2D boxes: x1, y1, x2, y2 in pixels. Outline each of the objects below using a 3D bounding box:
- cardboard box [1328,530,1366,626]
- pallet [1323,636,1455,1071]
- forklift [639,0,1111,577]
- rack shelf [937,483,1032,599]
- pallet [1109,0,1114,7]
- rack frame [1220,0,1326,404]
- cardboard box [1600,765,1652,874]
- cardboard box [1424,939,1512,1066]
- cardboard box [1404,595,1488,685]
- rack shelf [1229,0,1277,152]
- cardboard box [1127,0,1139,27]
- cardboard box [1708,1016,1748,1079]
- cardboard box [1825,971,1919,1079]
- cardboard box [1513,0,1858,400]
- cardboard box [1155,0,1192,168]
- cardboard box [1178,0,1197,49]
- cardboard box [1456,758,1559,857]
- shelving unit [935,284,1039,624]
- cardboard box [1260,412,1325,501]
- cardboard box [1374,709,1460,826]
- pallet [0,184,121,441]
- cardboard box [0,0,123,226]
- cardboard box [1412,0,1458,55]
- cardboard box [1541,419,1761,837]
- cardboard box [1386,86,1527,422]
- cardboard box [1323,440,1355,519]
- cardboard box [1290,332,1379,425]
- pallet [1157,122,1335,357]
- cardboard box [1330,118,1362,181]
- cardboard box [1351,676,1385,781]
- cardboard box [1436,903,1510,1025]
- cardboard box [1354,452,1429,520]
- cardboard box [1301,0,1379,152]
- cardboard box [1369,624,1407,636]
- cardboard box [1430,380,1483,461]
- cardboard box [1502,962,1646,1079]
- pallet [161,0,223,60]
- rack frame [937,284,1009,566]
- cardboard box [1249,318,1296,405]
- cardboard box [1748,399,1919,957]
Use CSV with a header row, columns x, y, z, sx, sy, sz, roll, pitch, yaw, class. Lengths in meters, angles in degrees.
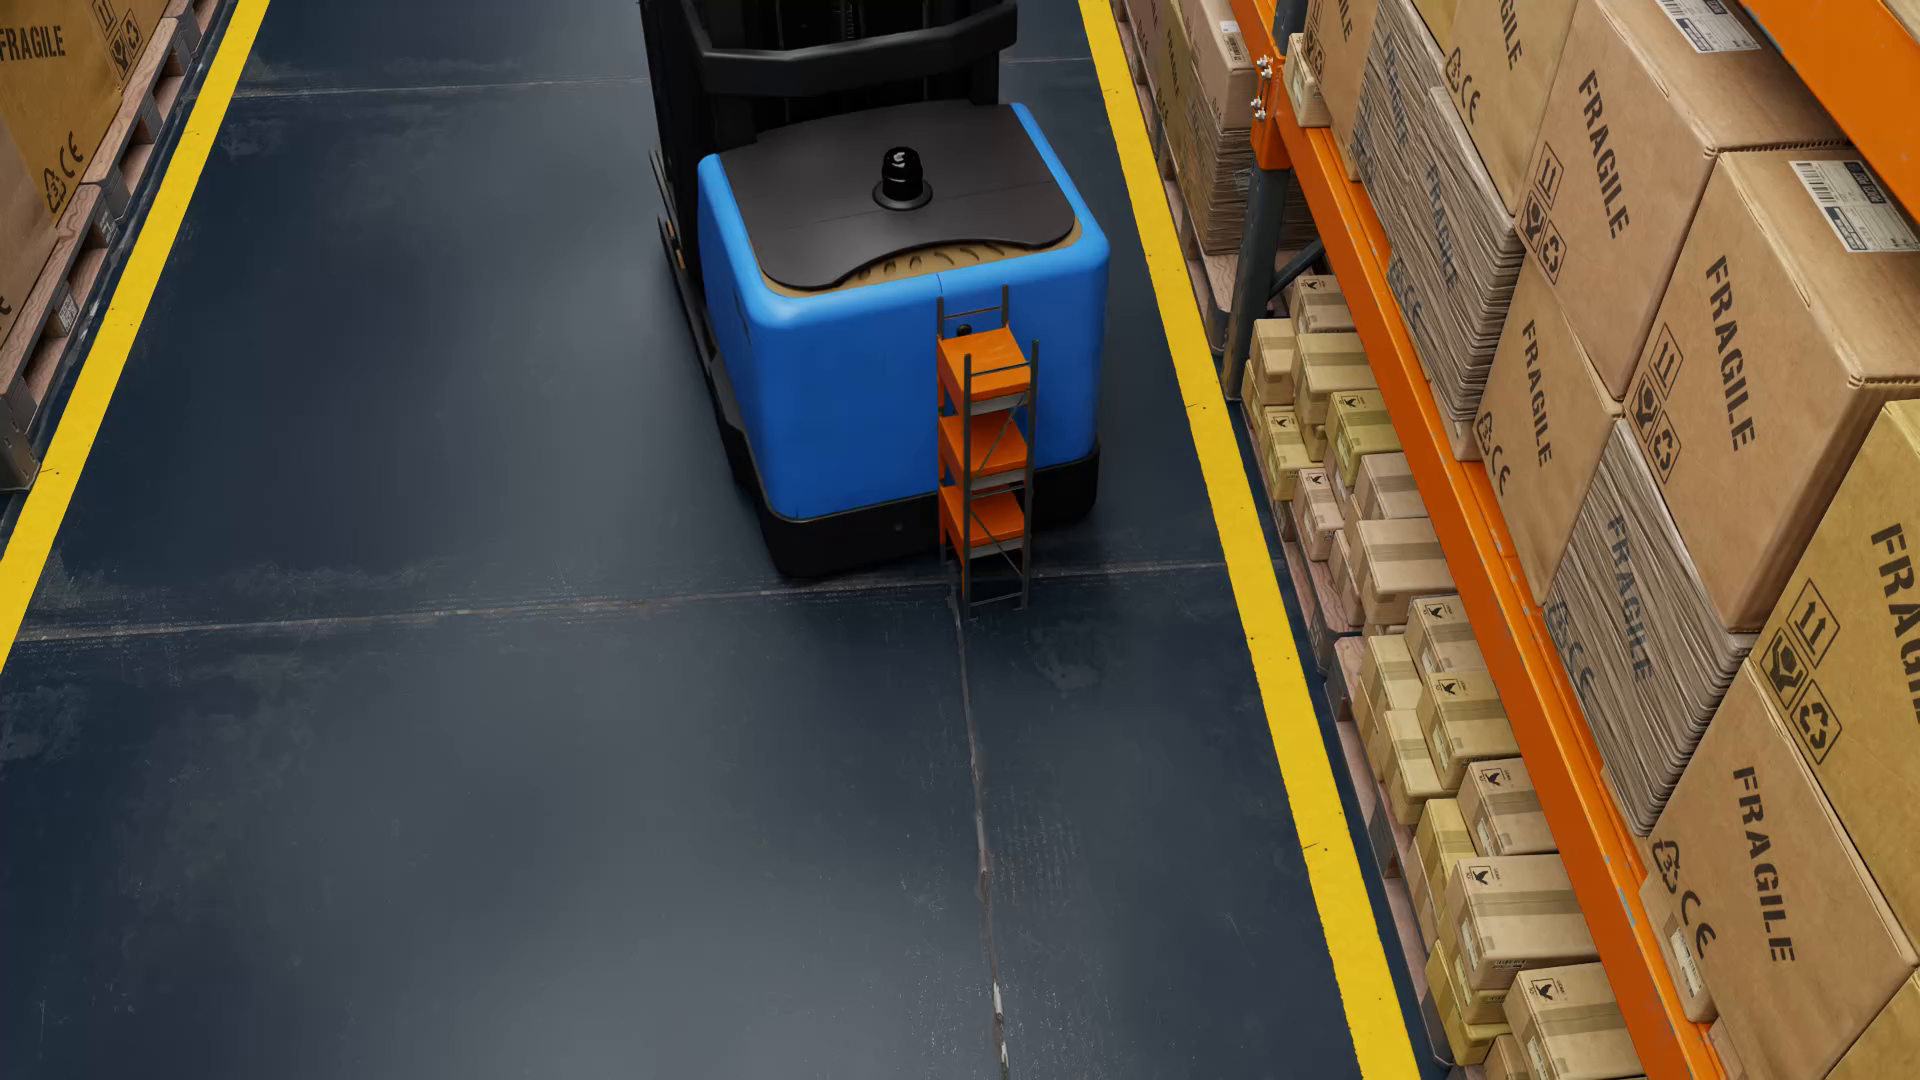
x,y,z,sx,sy,sz,roll,pitch,yaw,class
1.282,0.094,4.769,0.380,0.149,0.250,-4,47,-4,cardboard box
1.602,0.753,4.392,1.003,0.211,1.213,-3,47,-3,pallet
-0.489,-1.989,5.115,1.130,2.935,3.031,-13,48,-12,forklift
0.071,-0.019,4.943,0.215,0.259,0.240,-13,48,-12,rack shelf
1.135,-2.944,7.893,1.003,0.211,1.213,-3,47,-3,pallet
1.405,-1.575,4.675,1.000,3.000,0.127,-3,47,-3,rack frame
1.375,0.449,2.932,0.380,0.149,0.250,-5,47,-5,cardboard box
1.312,1.052,3.862,0.380,0.149,0.250,-5,47,-5,cardboard box
1.352,0.270,4.193,0.380,0.149,0.250,-5,47,-5,cardboard box
1.238,-2.774,6.307,1.077,0.370,4.000,-3,47,-3,rack shelf
0.969,-2.492,6.976,0.500,0.500,0.500,-5,47,-4,cardboard box
1.412,0.824,2.576,0.380,0.149,0.250,-4,47,-4,cardboard box
1.446,0.873,2.083,0.500,0.500,0.500,-3,47,-2,cardboard box
1.312,-0.602,2.792,0.500,0.500,0.500,-5,47,-5,cardboard box
1.050,-1.751,6.275,0.500,0.500,0.500,-4,47,-4,cardboard box
1.061,-2.014,6.007,0.500,0.250,0.500,-1,47,-1,cardboard box
1.383,0.638,3.844,0.380,0.149,0.250,-5,47,-5,cardboard box
0.071,-0.218,4.733,0.215,1.050,0.252,-13,48,-12,shelving unit
1.138,-0.263,5.108,0.380,0.149,0.250,-2,47,-2,cardboard box
1.257,0.554,4.128,0.380,0.149,0.250,-3,47,-3,cardboard box
-3.658,-0.796,5.858,1.003,0.211,1.213,-3,47,-3,pallet
-3.734,-1.711,5.979,0.875,0.875,0.875,-2,47,-2,cardboard box
1.259,-1.340,3.491,0.500,0.500,0.500,-5,47,-4,cardboard box
1.356,0.134,2.783,0.500,0.500,0.500,-3,47,-3,cardboard box
1.251,-0.614,3.491,0.500,0.500,0.500,-4,47,-4,cardboard box
1.284,-0.208,4.850,0.380,0.149,0.250,-4,47,-4,cardboard box
1.192,-0.479,4.902,0.380,0.149,0.250,-1,47,-1,cardboard box
1.339,-1.179,6.221,1.003,0.211,1.213,-3,47,-3,pallet
1.199,-1.081,4.381,0.380,0.149,0.250,-2,47,-2,cardboard box
1.265,0.480,4.403,0.380,0.149,0.250,-5,47,-4,cardboard box
1.310,0.939,3.765,0.380,0.149,0.250,-3,47,-3,cardboard box
1.307,-0.111,4.554,0.380,0.149,0.250,-5,47,-4,cardboard box
1.196,-1.338,4.177,0.500,0.500,0.500,-4,47,-4,cardboard box
1.303,0.188,4.475,0.380,0.149,0.250,-2,47,-1,cardboard box
1.262,-0.314,3.654,0.380,0.149,0.250,-2,47,-2,cardboard box
1.373,1.027,3.476,0.380,0.149,0.250,-5,47,-5,cardboard box
-3.863,-2.561,7.530,1.003,0.211,1.213,-3,47,-3,pallet
0.035,-0.302,4.813,0.200,1.050,0.008,-13,48,-12,rack frame
1.117,-0.559,5.183,0.380,0.149,0.250,-2,47,-1,cardboard box
1.412,0.156,2.074,0.500,0.500,0.500,-5,47,-5,cardboard box
